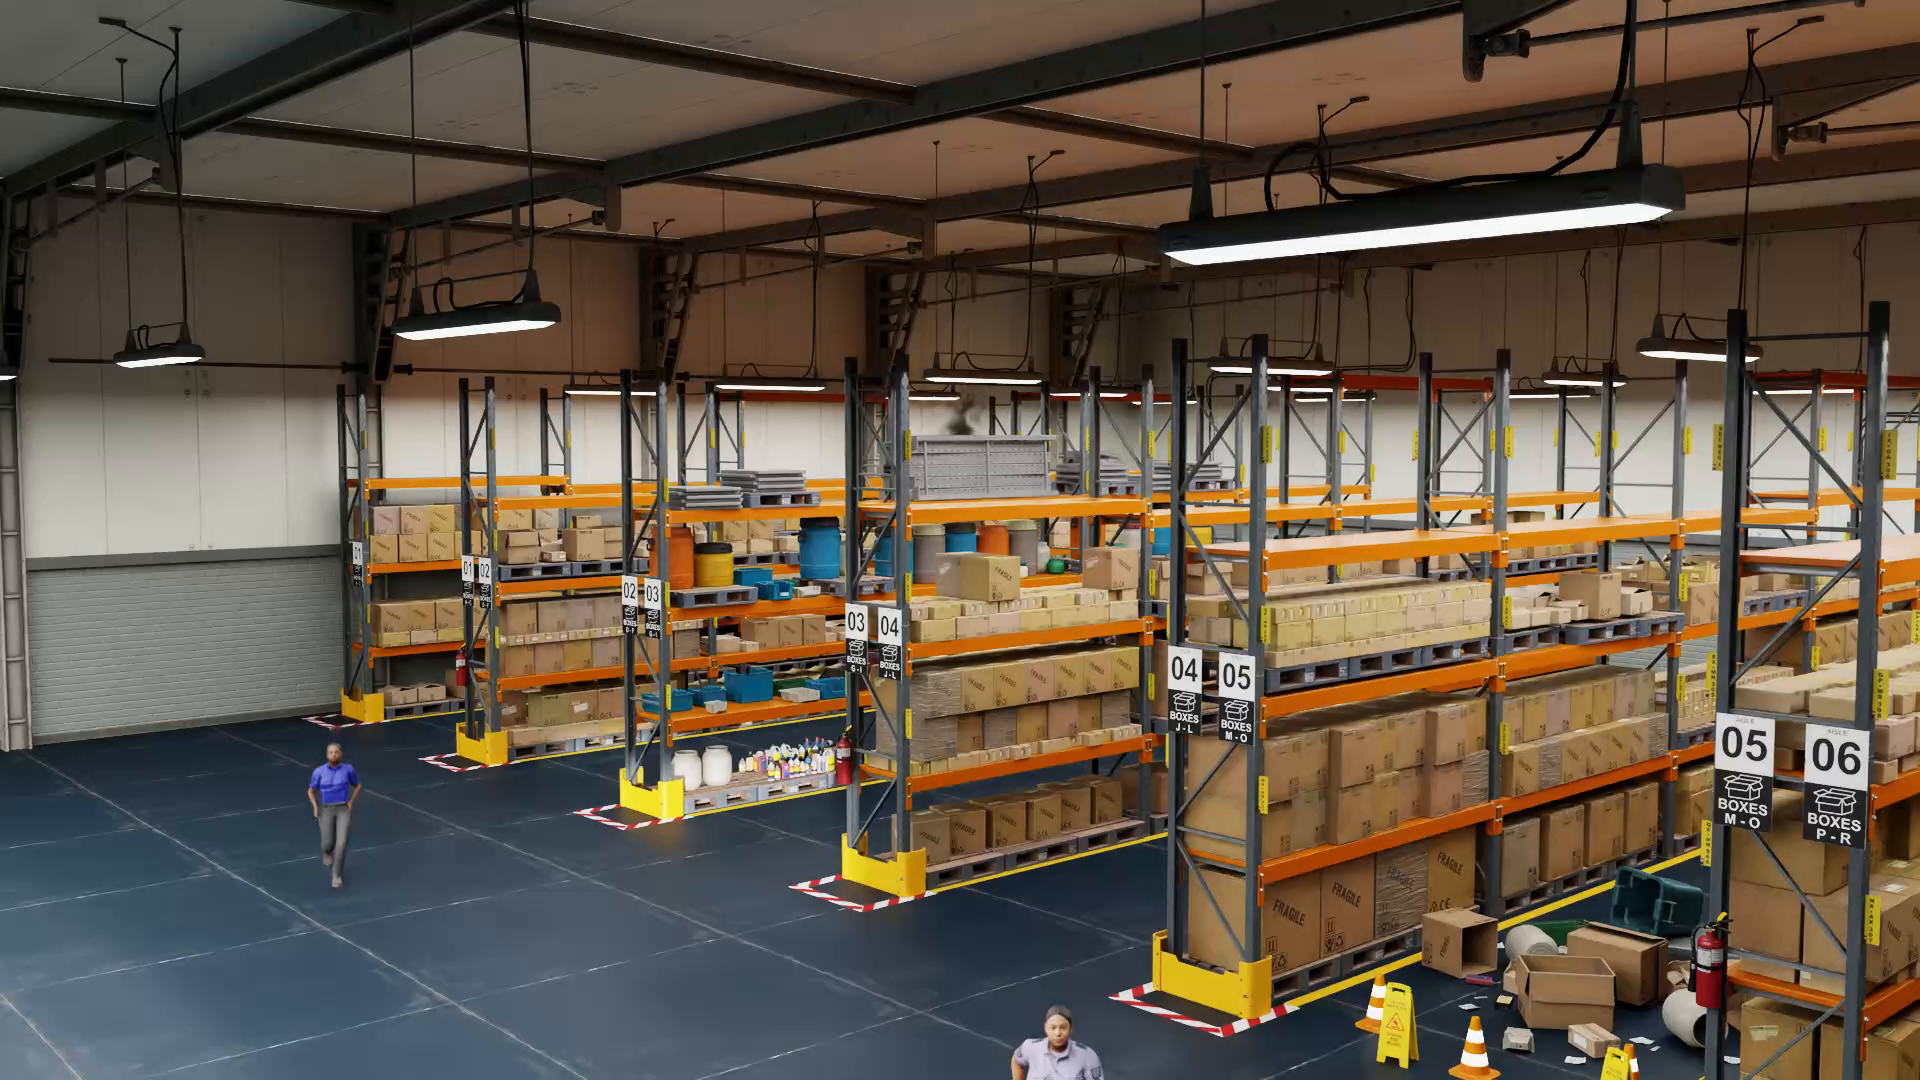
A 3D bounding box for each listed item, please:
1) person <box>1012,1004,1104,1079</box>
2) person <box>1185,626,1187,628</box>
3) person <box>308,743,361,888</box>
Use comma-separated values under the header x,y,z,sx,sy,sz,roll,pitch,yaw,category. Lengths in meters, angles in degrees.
x,y,z,sx,sy,sz,roll,pitch,yaw,category
0.604,3.662,10.204,0.580,1.694,0.848,0,4,2,person
4.670,2.157,34.541,0.735,1.520,0.671,3,5,36,person
-7.145,3.118,19.025,0.575,1.618,0.612,-2,4,-23,person
